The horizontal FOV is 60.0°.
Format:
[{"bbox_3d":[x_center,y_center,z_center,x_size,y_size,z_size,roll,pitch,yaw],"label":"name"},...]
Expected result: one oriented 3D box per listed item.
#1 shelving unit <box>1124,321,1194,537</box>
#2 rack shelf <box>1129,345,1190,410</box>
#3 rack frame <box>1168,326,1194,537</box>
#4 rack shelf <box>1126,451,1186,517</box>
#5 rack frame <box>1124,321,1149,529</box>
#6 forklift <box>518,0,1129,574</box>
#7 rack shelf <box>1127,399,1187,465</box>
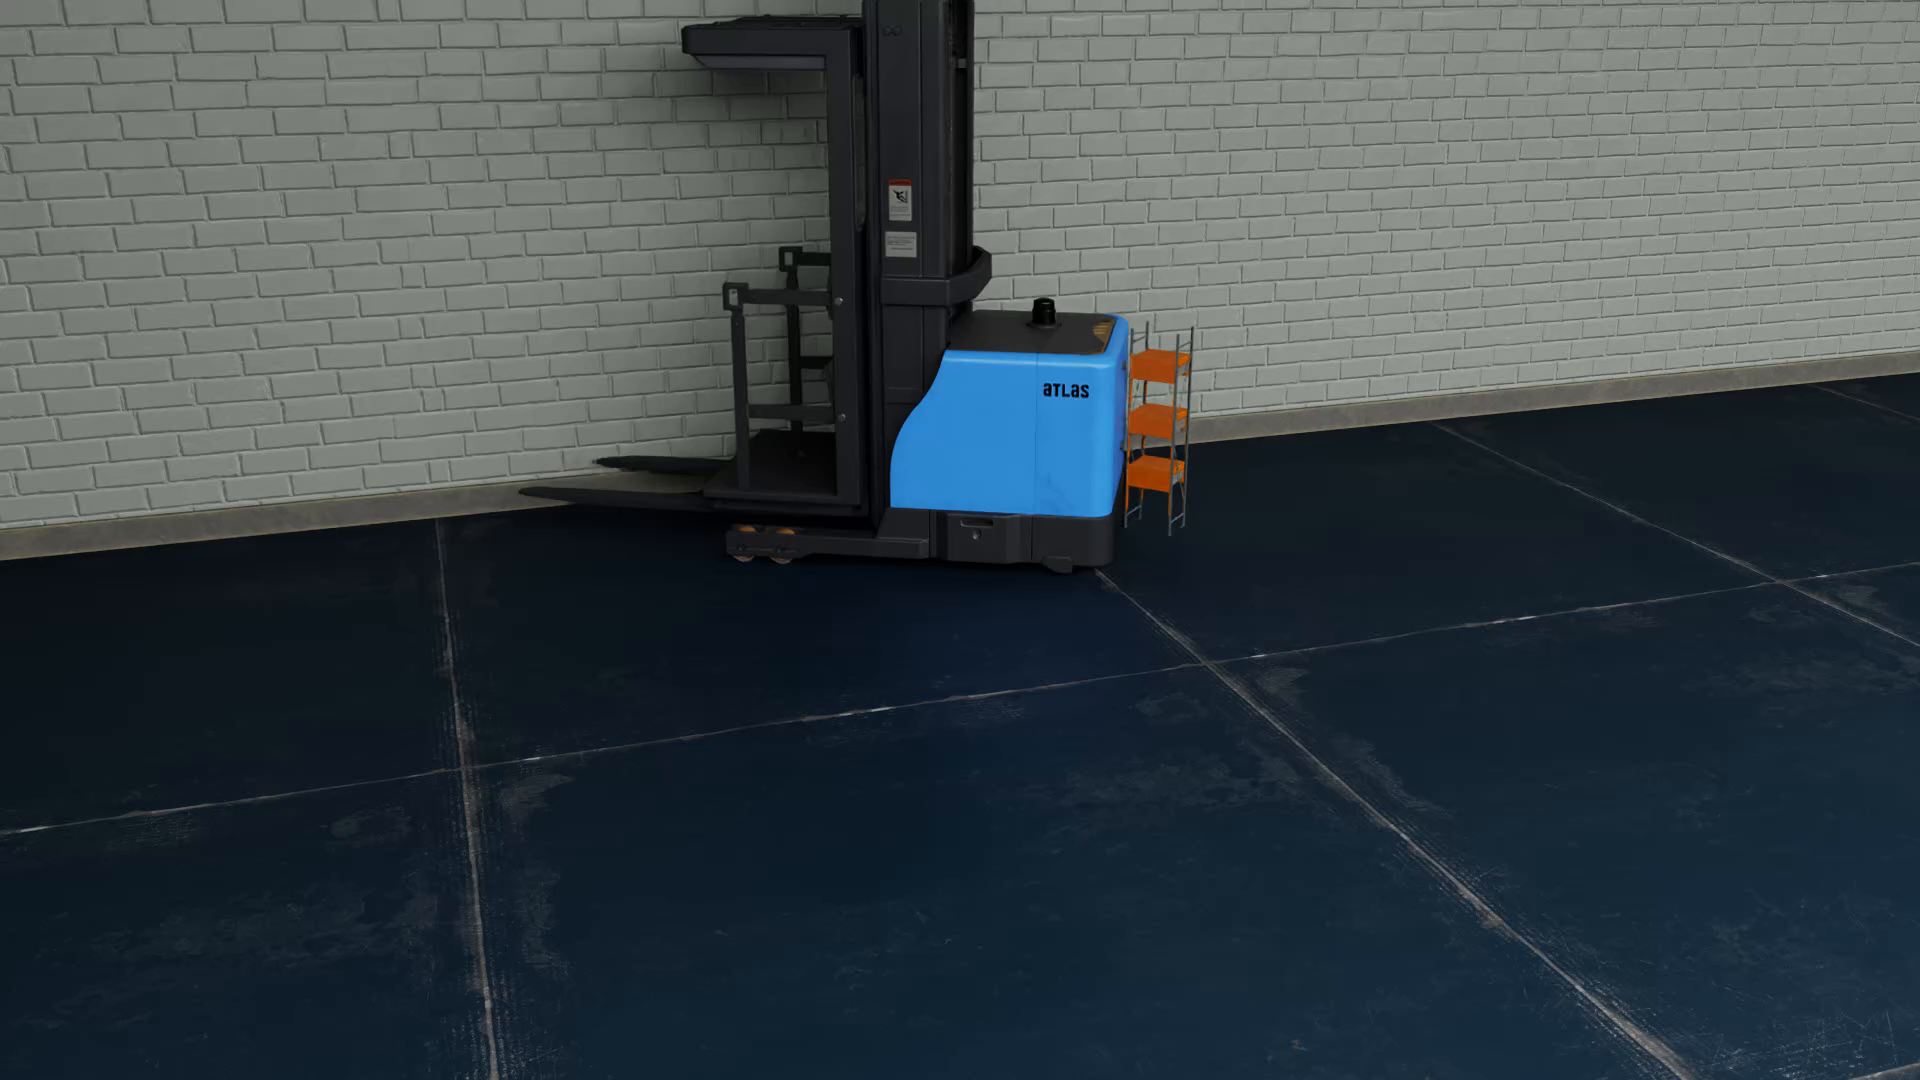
[{"bbox_3d":[1.004,-0.559,8.419,0.252,1.050,0.215,11,23,28],"label":"shelving unit"},{"bbox_3d":[1.004,-0.816,8.327,0.240,0.259,0.215,11,23,28],"label":"rack shelf"},{"bbox_3d":[1.110,-0.538,8.362,0.008,1.050,0.200,11,23,28],"label":"rack frame"},{"bbox_3d":[1.004,-0.287,8.517,0.240,0.259,0.215,11,23,28],"label":"rack shelf"},{"bbox_3d":[0.899,-0.579,8.477,0.008,1.050,0.200,11,23,28],"label":"rack frame"},{"bbox_3d":[-0.696,-1.439,8.087,3.031,2.935,1.130,3,20,9],"label":"forklift"},{"bbox_3d":[1.004,-0.549,8.423,0.240,0.259,0.215,11,23,28],"label":"rack shelf"}]
